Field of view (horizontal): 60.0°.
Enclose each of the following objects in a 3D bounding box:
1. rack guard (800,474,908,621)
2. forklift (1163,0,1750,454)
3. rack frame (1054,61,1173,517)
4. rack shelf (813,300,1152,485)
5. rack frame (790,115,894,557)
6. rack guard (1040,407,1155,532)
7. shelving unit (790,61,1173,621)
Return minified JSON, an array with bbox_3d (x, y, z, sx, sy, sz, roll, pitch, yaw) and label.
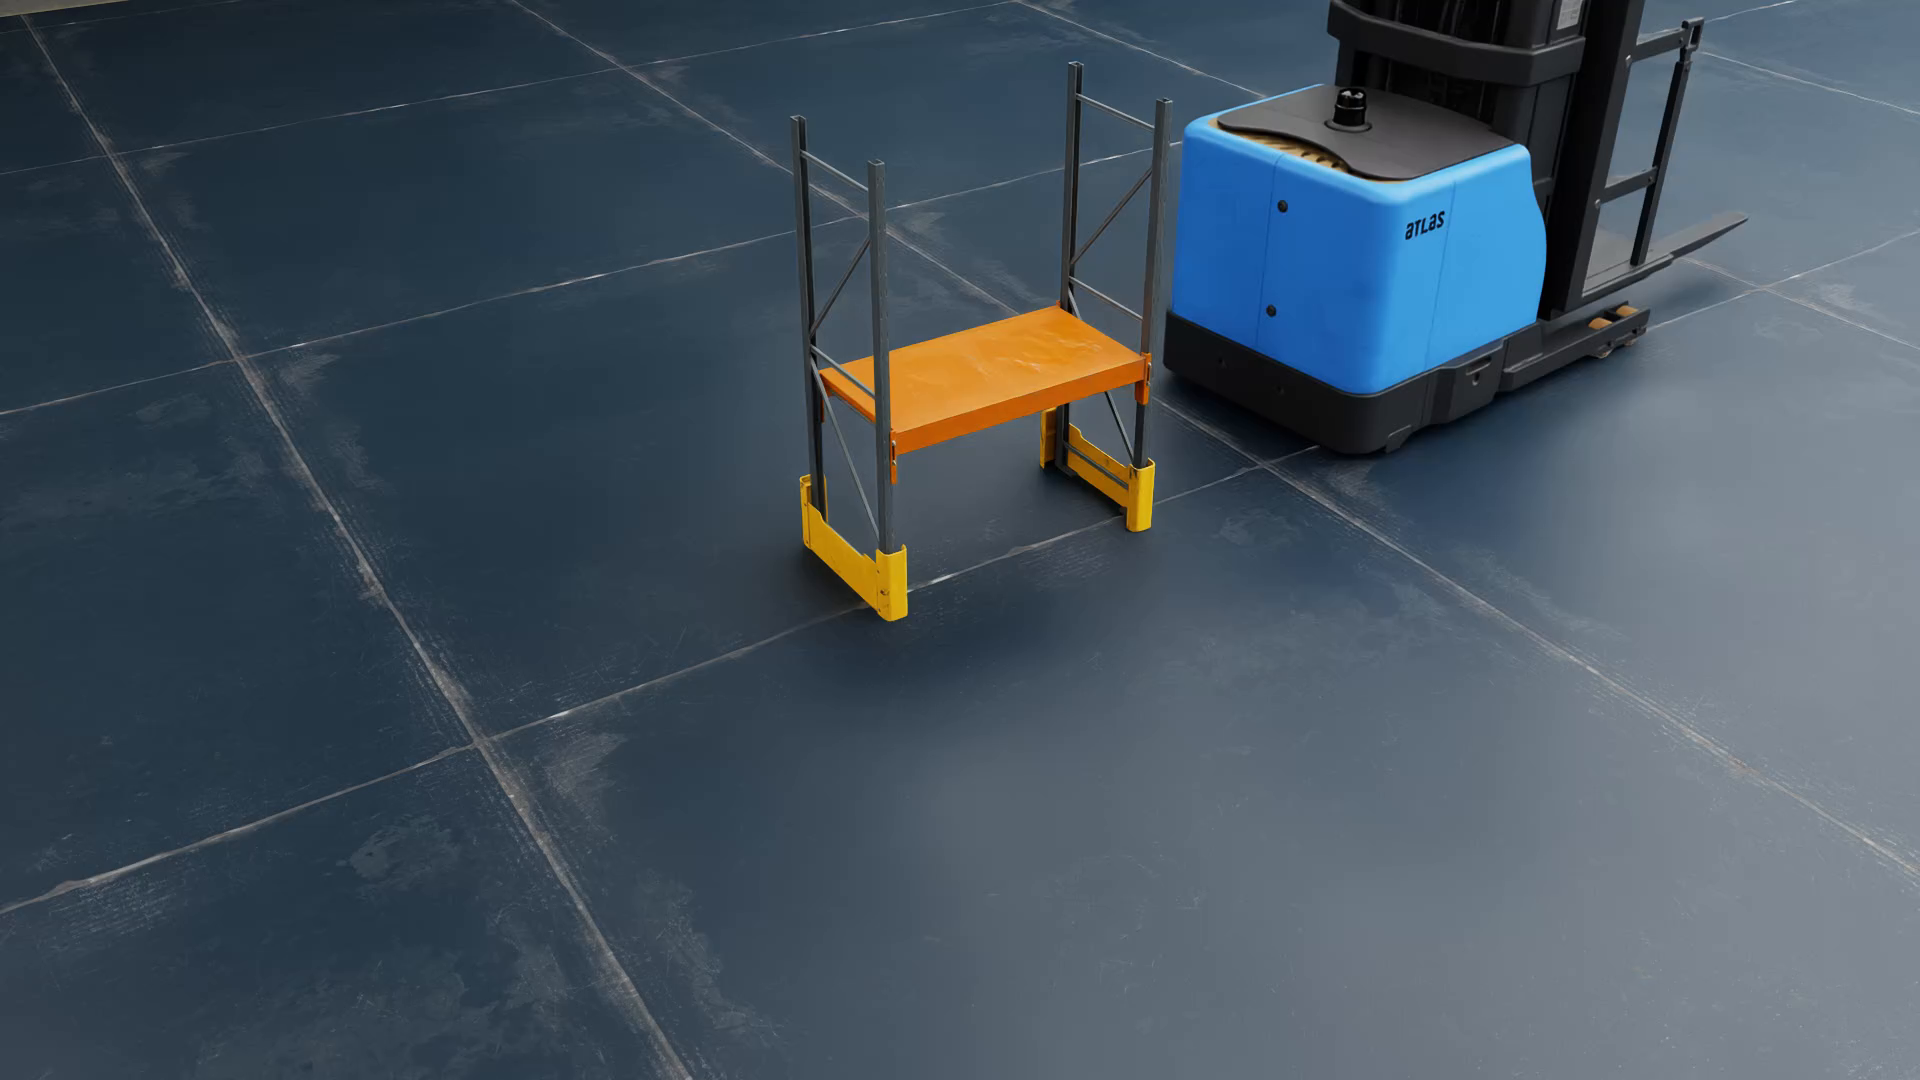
[{"bbox_3d":[-0.355,0.016,5.490,0.087,0.250,0.587,-19,37,-27],"label":"rack guard"},{"bbox_3d":[2.288,-2.195,6.482,3.031,2.935,1.130,-23,39,-32],"label":"forklift"},{"bbox_3d":[0.499,-0.806,5.622,0.032,1.500,0.500,-19,37,-27],"label":"rack frame"},{"bbox_3d":[0.072,-0.507,5.485,1.000,0.185,0.538,-19,37,-27],"label":"rack shelf"},{"bbox_3d":[-0.356,-0.512,5.156,0.032,1.500,0.500,-19,37,-27],"label":"rack frame"},{"bbox_3d":[0.483,-0.272,5.946,0.087,0.250,0.587,-19,37,-27],"label":"rack guard"},{"bbox_3d":[0.064,-0.656,5.385,1.083,1.500,0.587,-19,37,-27],"label":"shelving unit"}]
